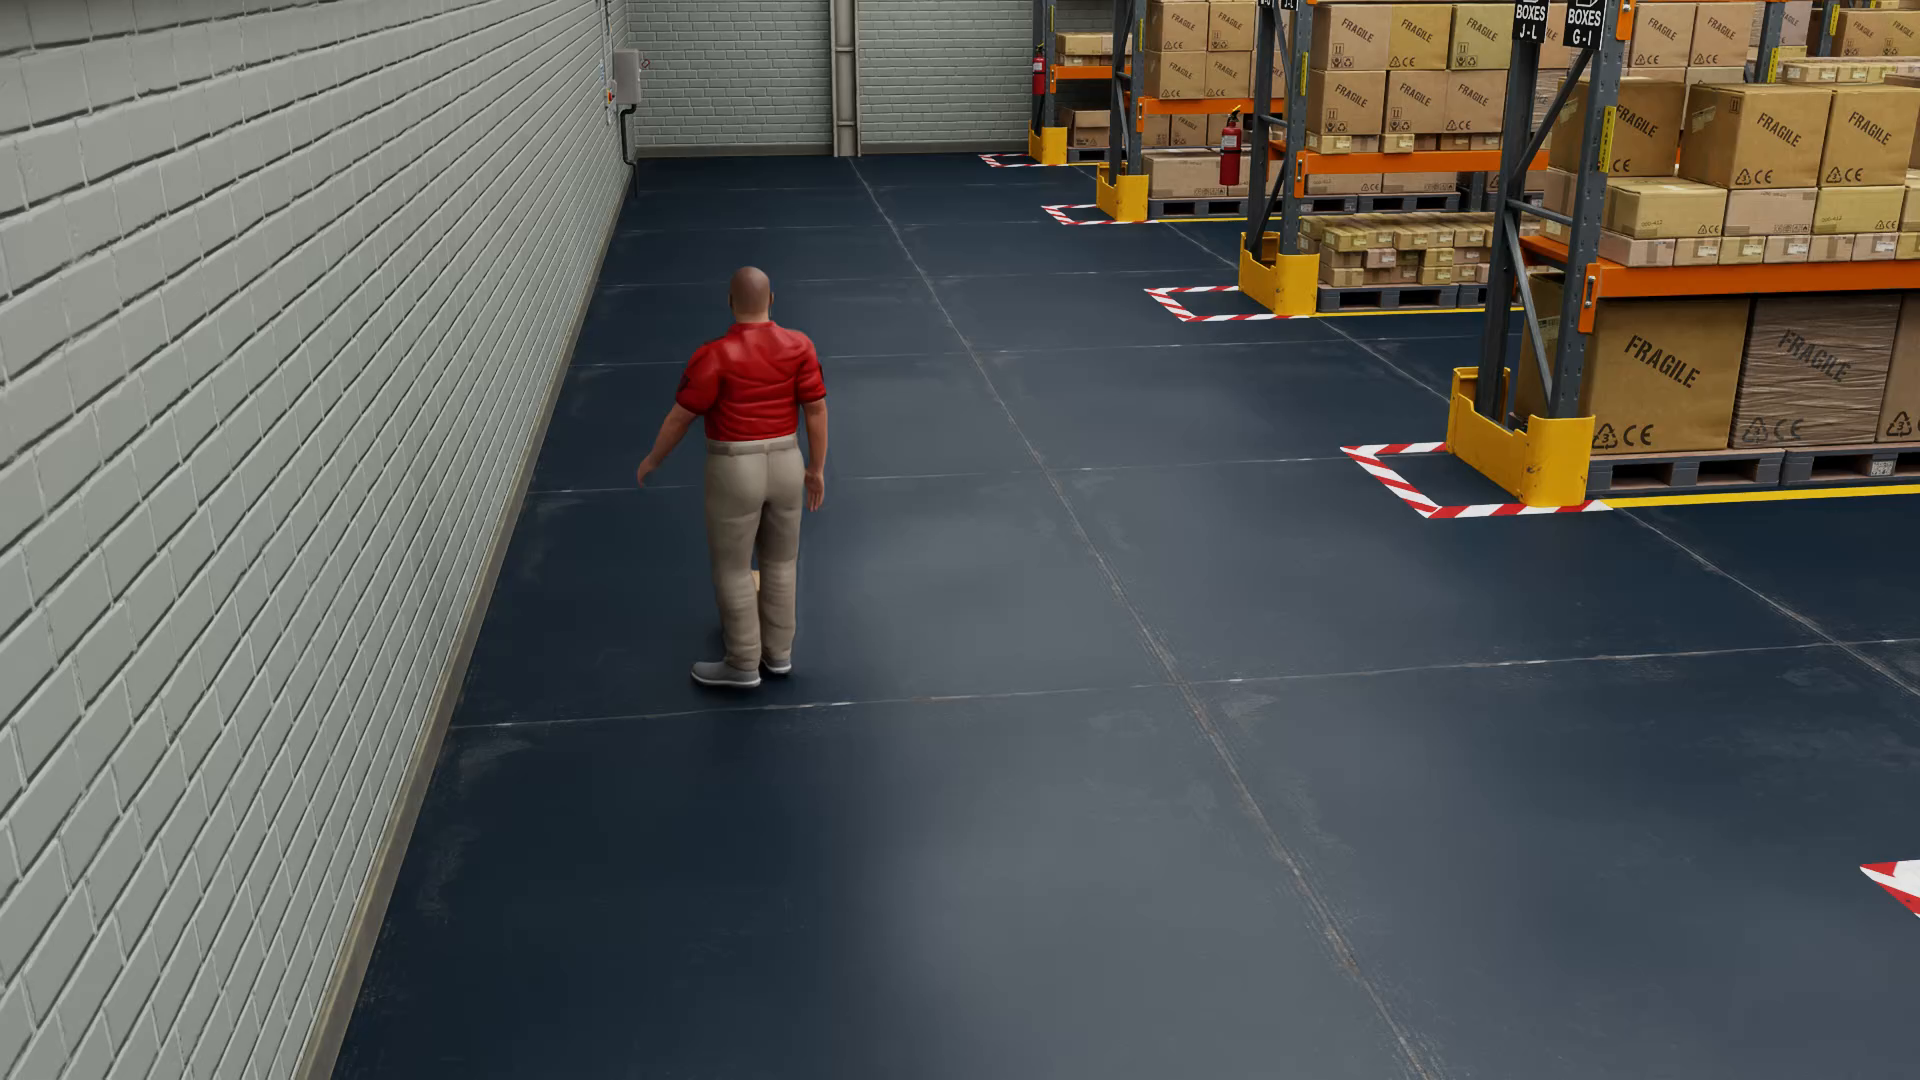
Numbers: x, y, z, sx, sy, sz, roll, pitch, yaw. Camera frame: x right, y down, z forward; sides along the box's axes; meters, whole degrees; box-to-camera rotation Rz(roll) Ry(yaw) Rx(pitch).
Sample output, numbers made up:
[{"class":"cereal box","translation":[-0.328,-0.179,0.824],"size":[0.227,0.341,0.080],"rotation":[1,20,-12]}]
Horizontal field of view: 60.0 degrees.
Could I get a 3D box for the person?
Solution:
[{"class":"person","translation":[-0.915,-0.252,6.738],"size":[0.701,1.738,0.467],"rotation":[-11,23,-28]}]
